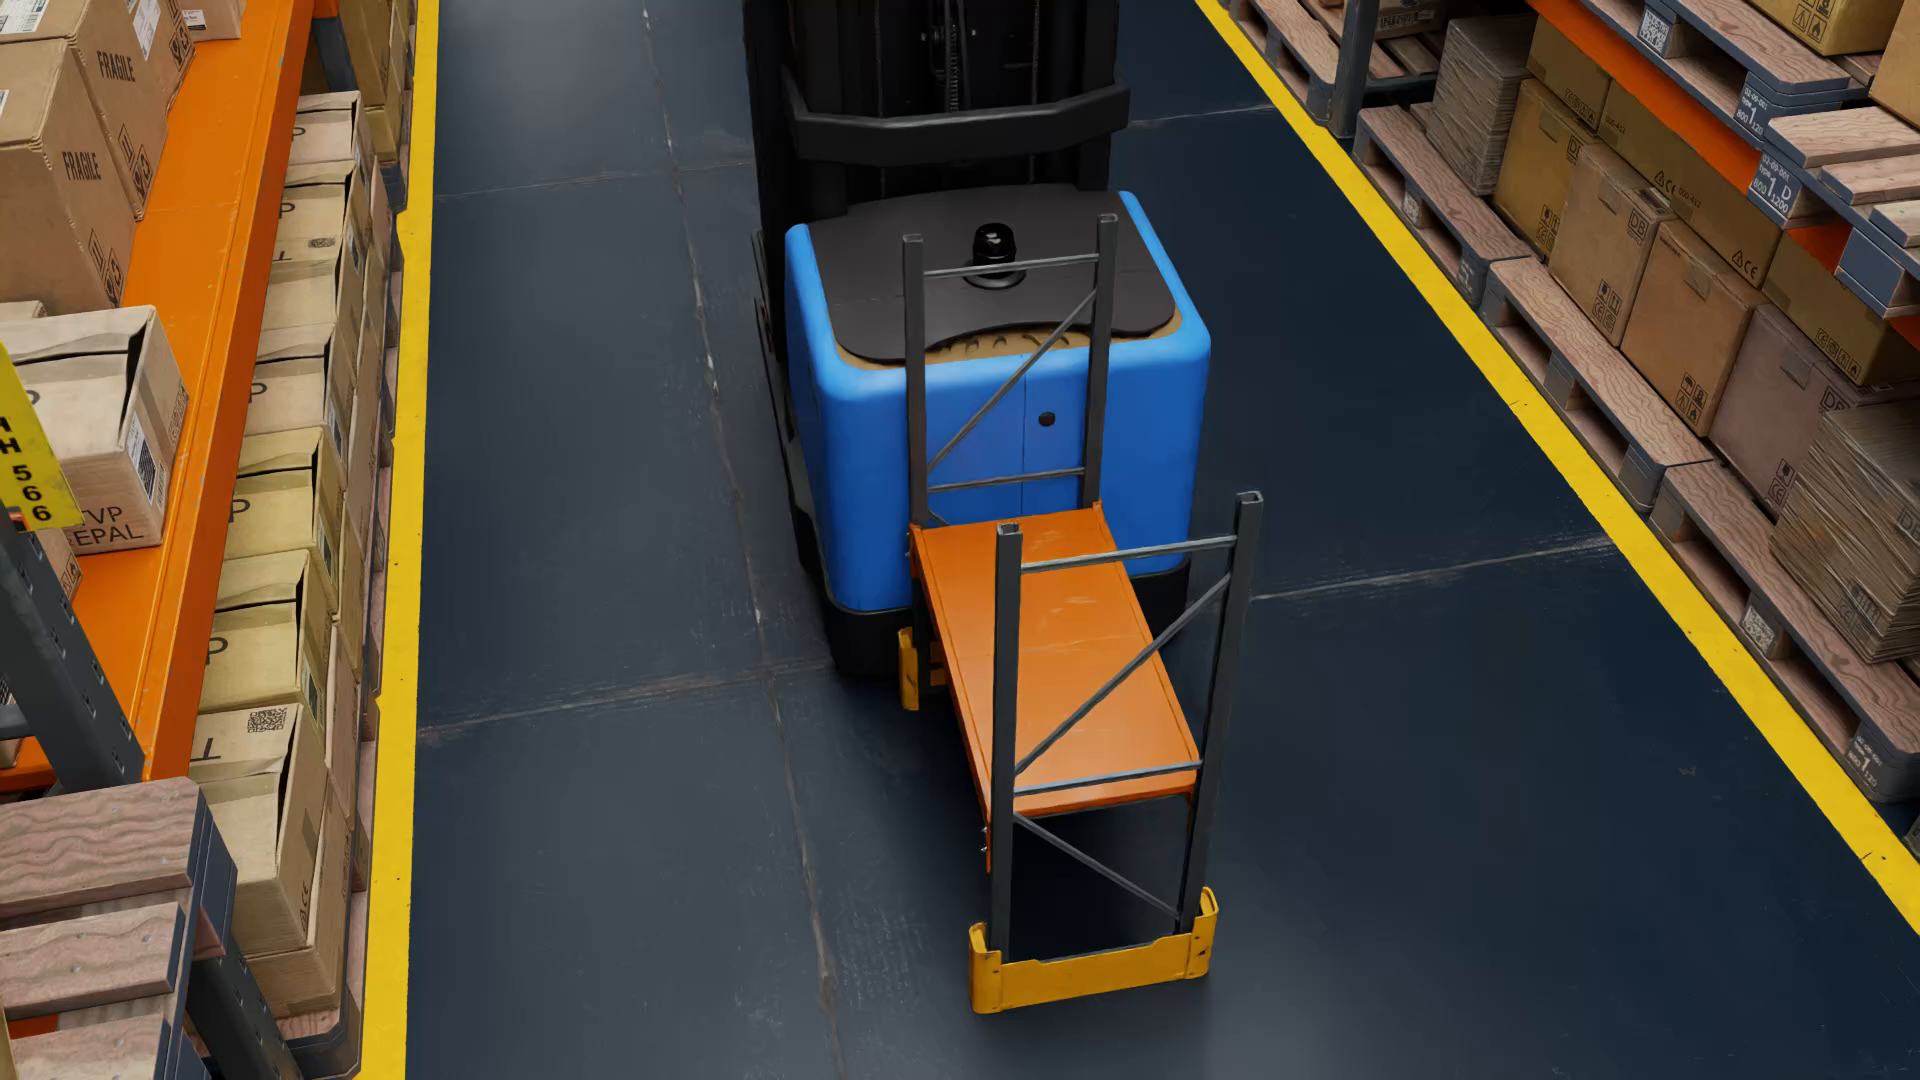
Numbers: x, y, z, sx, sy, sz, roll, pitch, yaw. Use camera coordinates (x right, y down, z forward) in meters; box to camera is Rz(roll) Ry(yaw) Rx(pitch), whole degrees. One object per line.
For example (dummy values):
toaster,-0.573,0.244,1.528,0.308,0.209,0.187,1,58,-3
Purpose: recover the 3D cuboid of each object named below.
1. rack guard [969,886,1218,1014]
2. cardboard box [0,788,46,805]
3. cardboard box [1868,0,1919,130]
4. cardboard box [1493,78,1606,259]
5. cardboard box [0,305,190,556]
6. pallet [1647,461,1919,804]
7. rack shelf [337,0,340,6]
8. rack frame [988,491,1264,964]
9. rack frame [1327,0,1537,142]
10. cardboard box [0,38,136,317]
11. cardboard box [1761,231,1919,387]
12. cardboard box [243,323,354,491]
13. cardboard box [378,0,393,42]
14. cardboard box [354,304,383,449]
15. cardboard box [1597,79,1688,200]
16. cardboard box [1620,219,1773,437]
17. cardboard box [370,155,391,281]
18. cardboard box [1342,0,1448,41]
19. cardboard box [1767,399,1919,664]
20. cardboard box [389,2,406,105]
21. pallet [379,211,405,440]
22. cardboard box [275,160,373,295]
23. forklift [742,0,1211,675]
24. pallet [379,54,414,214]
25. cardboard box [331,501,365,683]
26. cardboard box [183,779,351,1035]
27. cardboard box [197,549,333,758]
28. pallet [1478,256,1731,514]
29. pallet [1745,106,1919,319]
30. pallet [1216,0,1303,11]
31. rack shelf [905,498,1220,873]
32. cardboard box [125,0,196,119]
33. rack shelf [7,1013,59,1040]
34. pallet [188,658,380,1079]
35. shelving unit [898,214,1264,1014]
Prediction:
rack guard,0.314,0.977,3.961,0.587,0.250,0.087,-7,42,-8
cardboard box,-2.219,0.705,3.529,0.500,0.311,0.500,-7,42,-8
cardboard box,2.712,-1.228,3.967,0.700,0.500,0.500,-12,43,-13
cardboard box,2.443,-1.385,6.102,0.700,0.500,0.500,-9,42,-10
cardboard box,-1.869,-0.227,3.313,0.500,0.311,0.500,-9,42,-10
pallet,2.803,0.171,4.898,1.003,0.211,1.213,-8,42,-9
rack shelf,-3.161,-3.273,7.219,1.077,0.370,4.000,-8,42,-9
rack frame,0.314,0.511,3.545,0.500,1.500,0.032,-7,42,-8
rack frame,2.107,-2.958,6.322,1.000,3.000,0.127,-8,42,-9
cardboard box,-2.244,-0.775,3.788,0.500,0.500,0.500,-10,43,-12
cardboard box,2.702,-0.713,4.780,0.500,0.250,0.500,-8,42,-8
cardboard box,-2.033,-0.376,4.746,0.500,0.311,0.500,-9,42,-10
cardboard box,-2.639,-2.323,6.797,0.500,0.500,0.500,-8,42,-9
cardboard box,-2.138,-0.487,5.294,0.500,0.250,0.500,-7,42,-8
cardboard box,2.497,-1.371,5.522,0.500,0.250,0.500,-9,42,-11
cardboard box,2.632,-0.722,5.356,0.700,0.500,0.500,-9,42,-10
cardboard box,-2.356,-1.147,6.037,0.500,0.250,0.500,-9,42,-10
cardboard box,1.962,-2.405,7.503,0.380,0.166,0.250,-14,43,-15
cardboard box,2.764,-0.054,4.602,0.700,0.500,0.500,-8,42,-9
cardboard box,-2.636,-2.043,7.047,0.500,0.250,0.500,-8,42,-9
pallet,-2.532,-0.730,5.914,1.003,0.211,1.213,-8,42,-9
cardboard box,-2.243,-1.026,5.479,0.500,0.311,0.500,-7,42,-8
forklift,-0.127,-1.700,4.957,1.130,2.935,3.031,-7,42,-8
pallet,-2.860,-1.724,7.033,1.003,0.211,1.213,-8,42,-9
cardboard box,-1.919,0.175,4.548,0.500,0.250,0.500,-9,42,-10
cardboard box,-1.692,0.837,3.802,0.500,0.250,0.500,-8,42,-9
cardboard box,-1.813,0.288,3.998,0.500,0.311,0.500,-9,42,-10
pallet,2.543,-0.618,5.787,1.003,0.211,1.213,-8,42,-9
pallet,2.713,-0.740,3.968,1.213,0.211,1.003,-8,42,-9
pallet,1.661,-3.137,8.625,1.003,0.211,1.213,-8,42,-9
rack shelf,0.215,0.314,4.037,0.538,0.185,1.000,-7,42,-8
cardboard box,-2.465,-1.441,4.539,0.500,0.500,0.500,-6,42,-6
rack shelf,-1.434,1.913,1.377,1.077,0.370,4.000,-8,42,-9
pallet,-2.005,0.851,4.132,1.003,0.211,1.213,-8,42,-9
shelving unit,0.217,0.186,3.911,0.587,1.500,1.083,-7,42,-8
